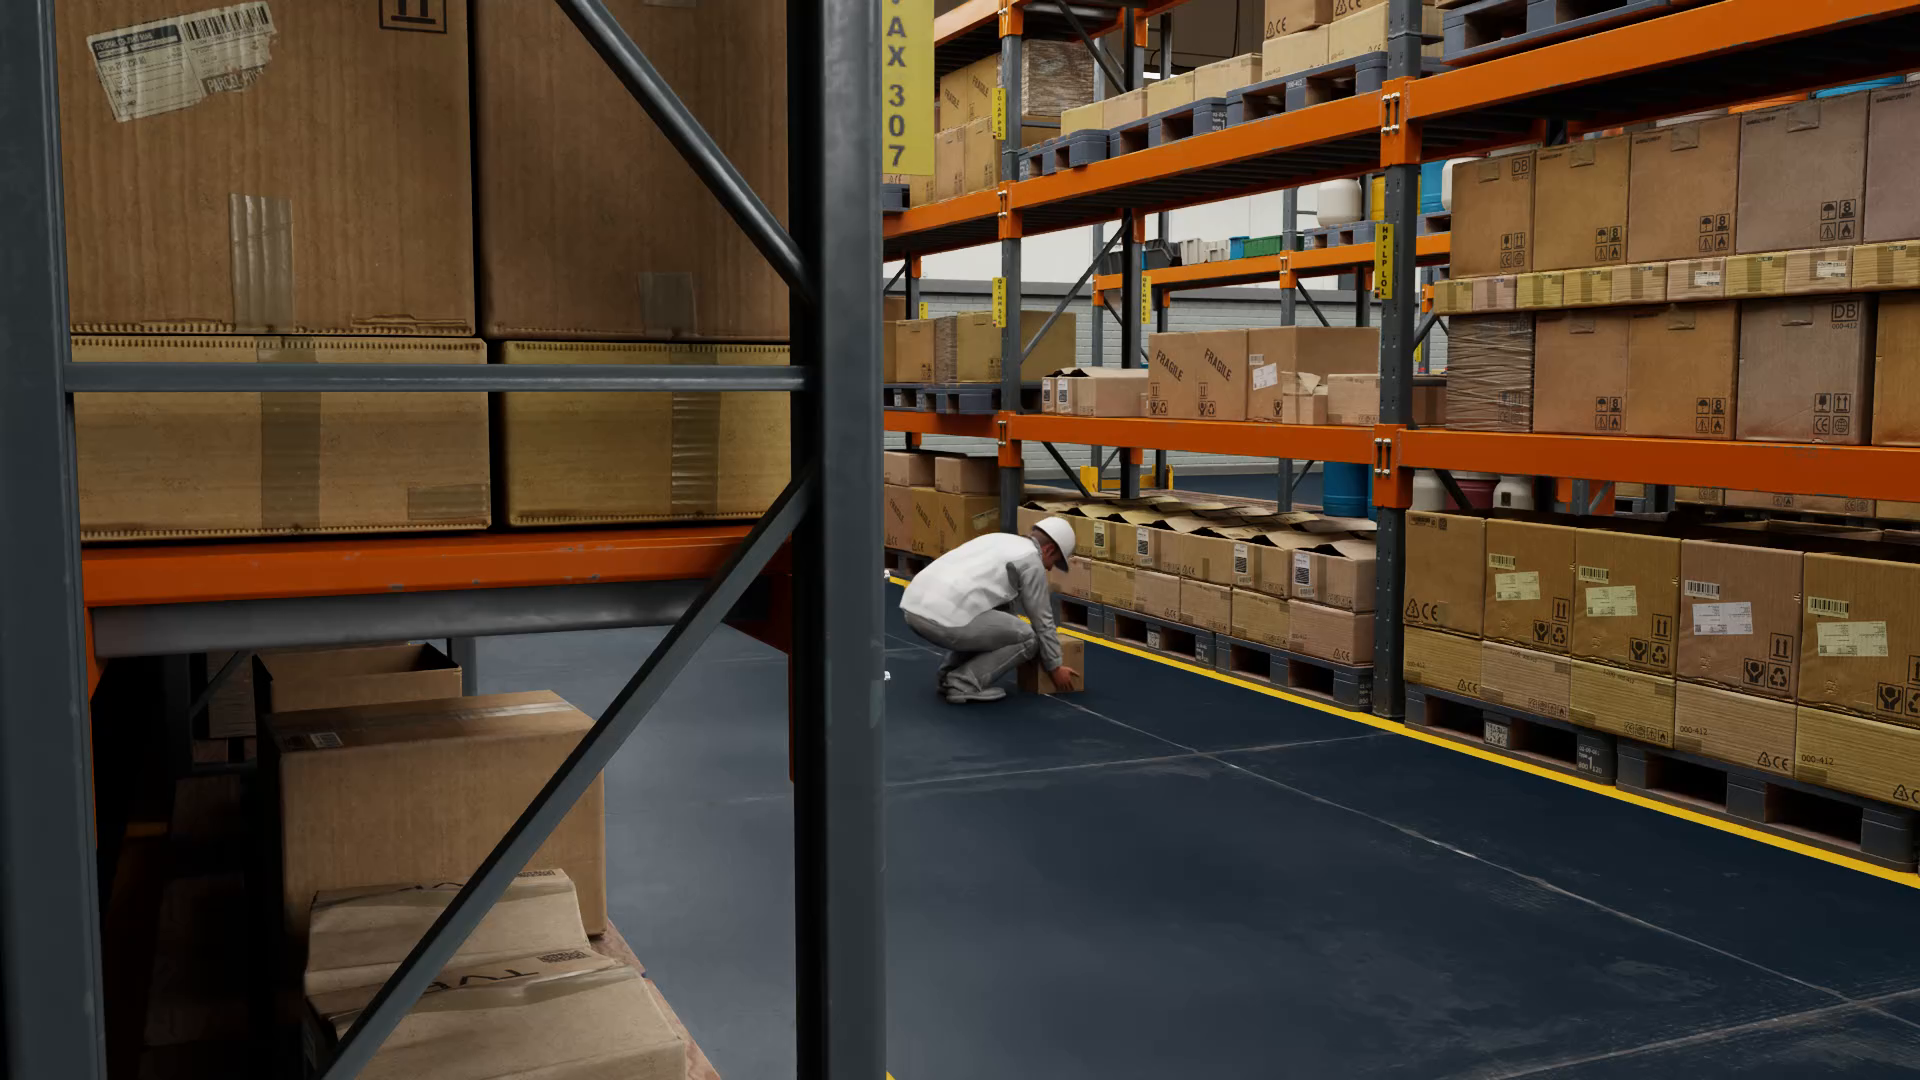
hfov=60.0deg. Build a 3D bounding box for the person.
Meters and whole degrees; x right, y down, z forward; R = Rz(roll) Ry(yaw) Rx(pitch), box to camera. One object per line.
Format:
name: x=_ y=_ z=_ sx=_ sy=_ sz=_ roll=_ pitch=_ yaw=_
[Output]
person: x=0.167 y=0.340 z=8.078 sx=0.925 sy=0.870 sz=0.529 roll=-2 pitch=6 yaw=-24
